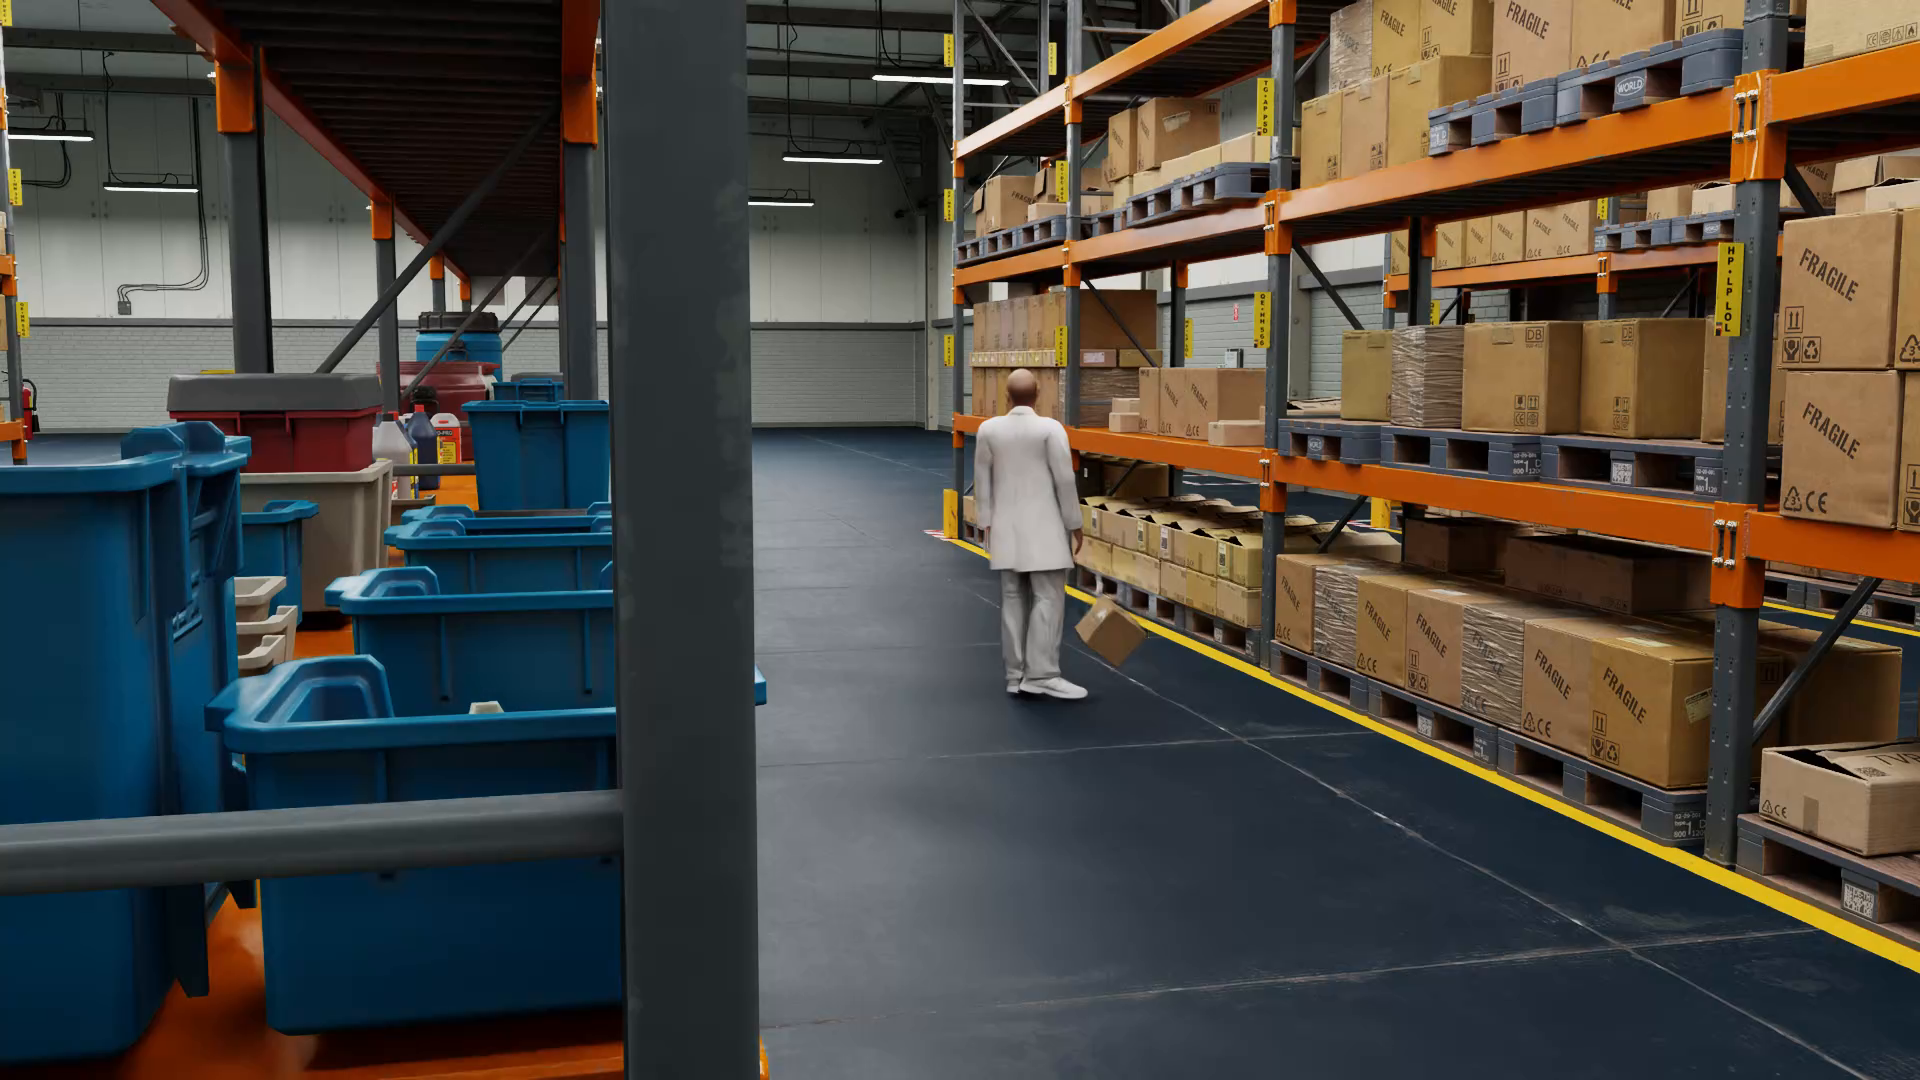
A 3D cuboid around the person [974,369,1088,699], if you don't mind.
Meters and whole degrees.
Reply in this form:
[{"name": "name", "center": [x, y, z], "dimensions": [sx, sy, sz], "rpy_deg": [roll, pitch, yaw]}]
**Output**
[{"name": "person", "center": [0.417, -0.044, 9.139], "dimensions": [0.720, 1.781, 0.445], "rpy_deg": [4, 7, 30]}]
